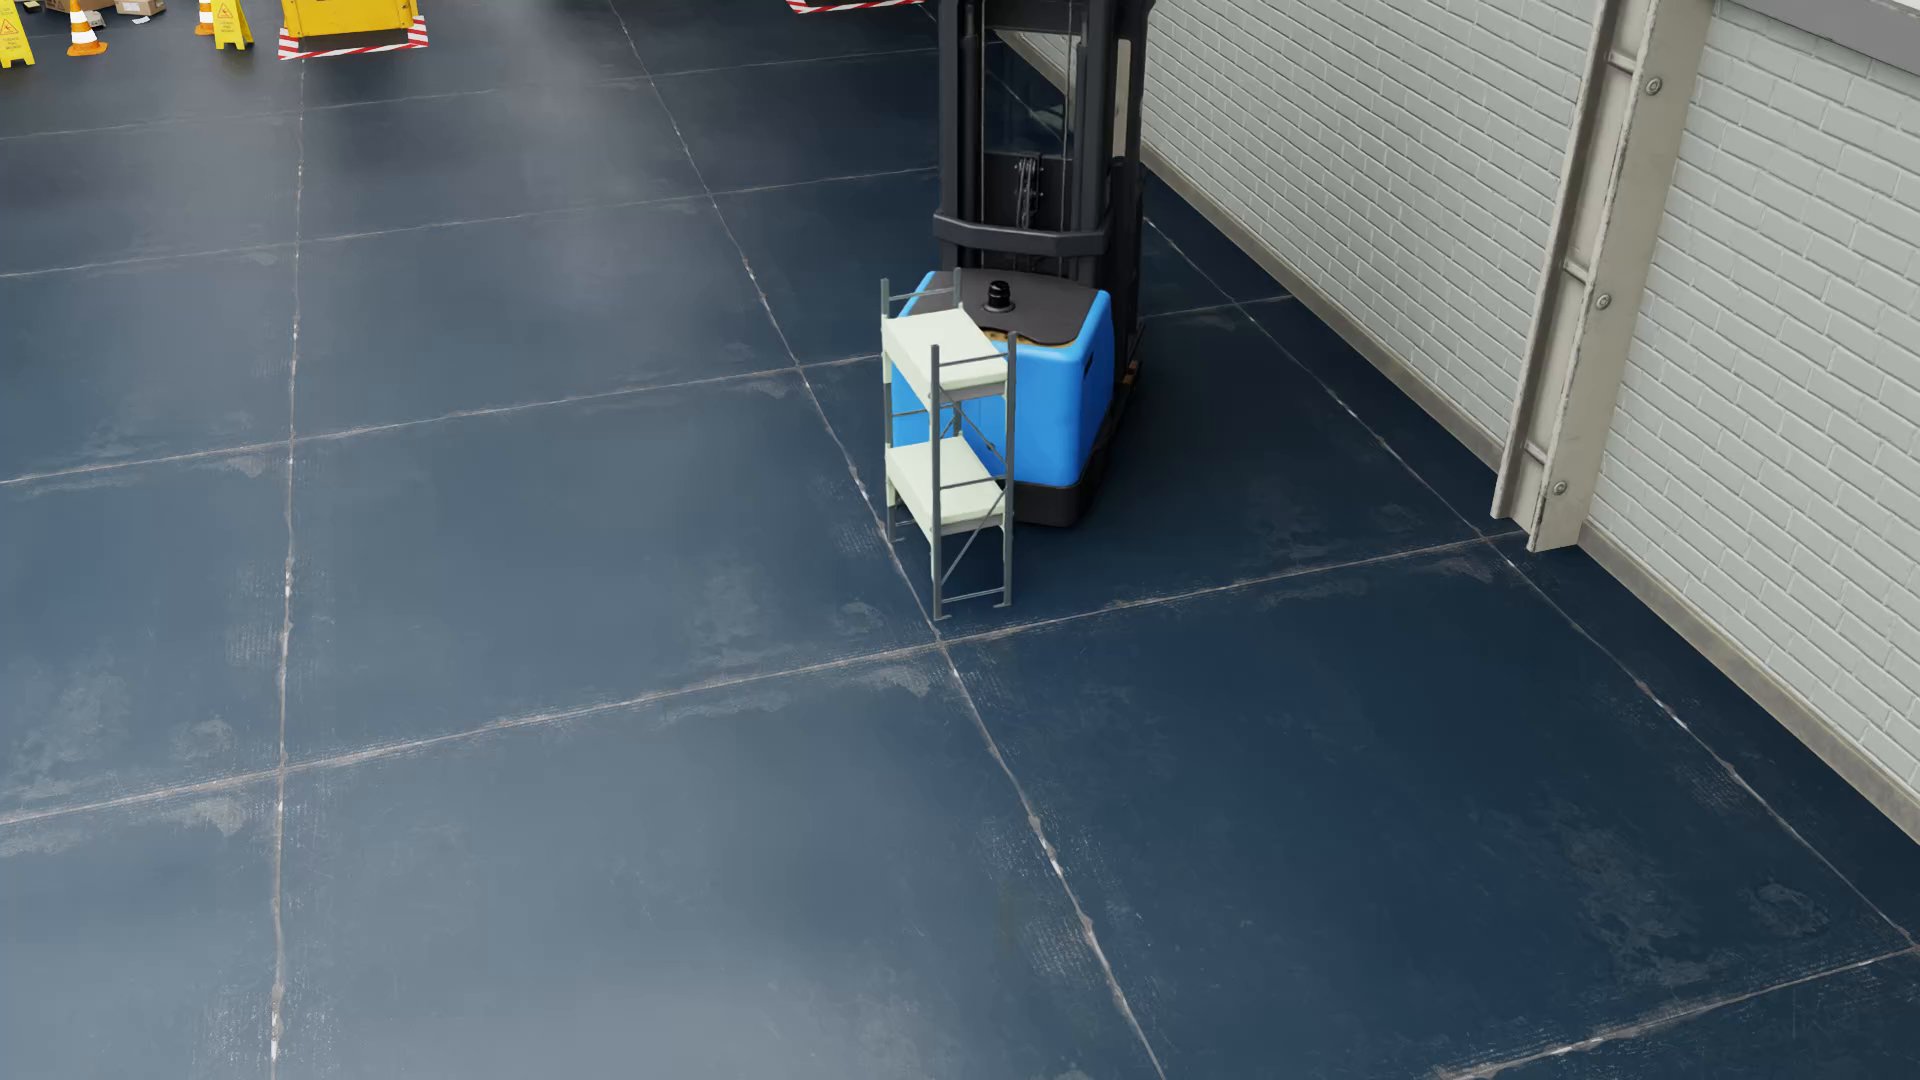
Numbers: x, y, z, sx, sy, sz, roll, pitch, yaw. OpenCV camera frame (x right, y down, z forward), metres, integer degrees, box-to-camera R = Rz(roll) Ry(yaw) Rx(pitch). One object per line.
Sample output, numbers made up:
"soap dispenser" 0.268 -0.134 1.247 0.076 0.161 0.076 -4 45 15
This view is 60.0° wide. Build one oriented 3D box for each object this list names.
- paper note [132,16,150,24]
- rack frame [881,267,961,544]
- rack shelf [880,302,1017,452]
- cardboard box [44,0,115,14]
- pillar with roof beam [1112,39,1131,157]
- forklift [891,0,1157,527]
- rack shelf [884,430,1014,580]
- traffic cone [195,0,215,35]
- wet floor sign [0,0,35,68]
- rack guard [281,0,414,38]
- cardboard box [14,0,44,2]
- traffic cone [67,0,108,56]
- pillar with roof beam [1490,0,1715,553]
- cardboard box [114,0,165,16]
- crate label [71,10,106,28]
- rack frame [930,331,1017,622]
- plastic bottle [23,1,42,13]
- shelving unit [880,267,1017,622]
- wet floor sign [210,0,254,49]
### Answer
"paper note" -8.155 -5.185 16.569 0.148 0.019 0.142 -23 40 -31
"rack frame" -0.186 -0.647 8.369 0.400 1.500 0.023 -11 35 -16
"rack shelf" -0.062 -0.783 7.867 0.431 0.370 0.720 -11 35 -16
"cardboard box" -8.918 -5.717 16.945 0.637 0.503 0.797 19 38 26
"pillar with roof beam" -2.869 -6.244 10.038 9.100 9.000 0.400 -10 35 -15
"forklift" 0.490 -2.100 9.269 1.130 2.935 3.031 8 34 12
"rack shelf" -0.062 -0.186 8.262 0.431 0.370 0.720 -11 35 -16
"traffic cone" -7.331 -5.212 16.218 0.336 0.463 0.334 -10 35 -15
"wet floor sign" -8.760 -4.712 15.295 0.267 0.644 0.232 -16 37 -23
"rack guard" -5.995 -5.259 16.255 1.175 0.500 0.348 -10 35 -15
"cardboard box" -9.597 -5.743 17.200 0.396 0.266 0.258 -4 34 -6
"traffic cone" -8.285 -4.847 15.666 0.336 0.463 0.334 -10 35 -15
"pillar with roof beam" -1.039 -3.094 5.270 9.100 9.000 0.400 -10 35 -15
"cardboard box" -8.295 -5.421 16.818 0.380 0.149 0.250 7 34 10
"crate label" -8.583 -5.114 16.364 0.298 0.136 0.250 27 42 34
"rack frame" 0.062 -0.268 7.795 0.400 1.500 0.023 -11 35 -16
"plastic bottle" -9.441 -5.426 16.907 0.133 0.061 0.283 -23 40 -31
"shelving unit" -0.062 -0.458 8.082 0.431 1.500 0.755 -11 35 -16
"wet floor sign" -6.933 -5.000 15.731 0.267 0.644 0.232 1 33 2
